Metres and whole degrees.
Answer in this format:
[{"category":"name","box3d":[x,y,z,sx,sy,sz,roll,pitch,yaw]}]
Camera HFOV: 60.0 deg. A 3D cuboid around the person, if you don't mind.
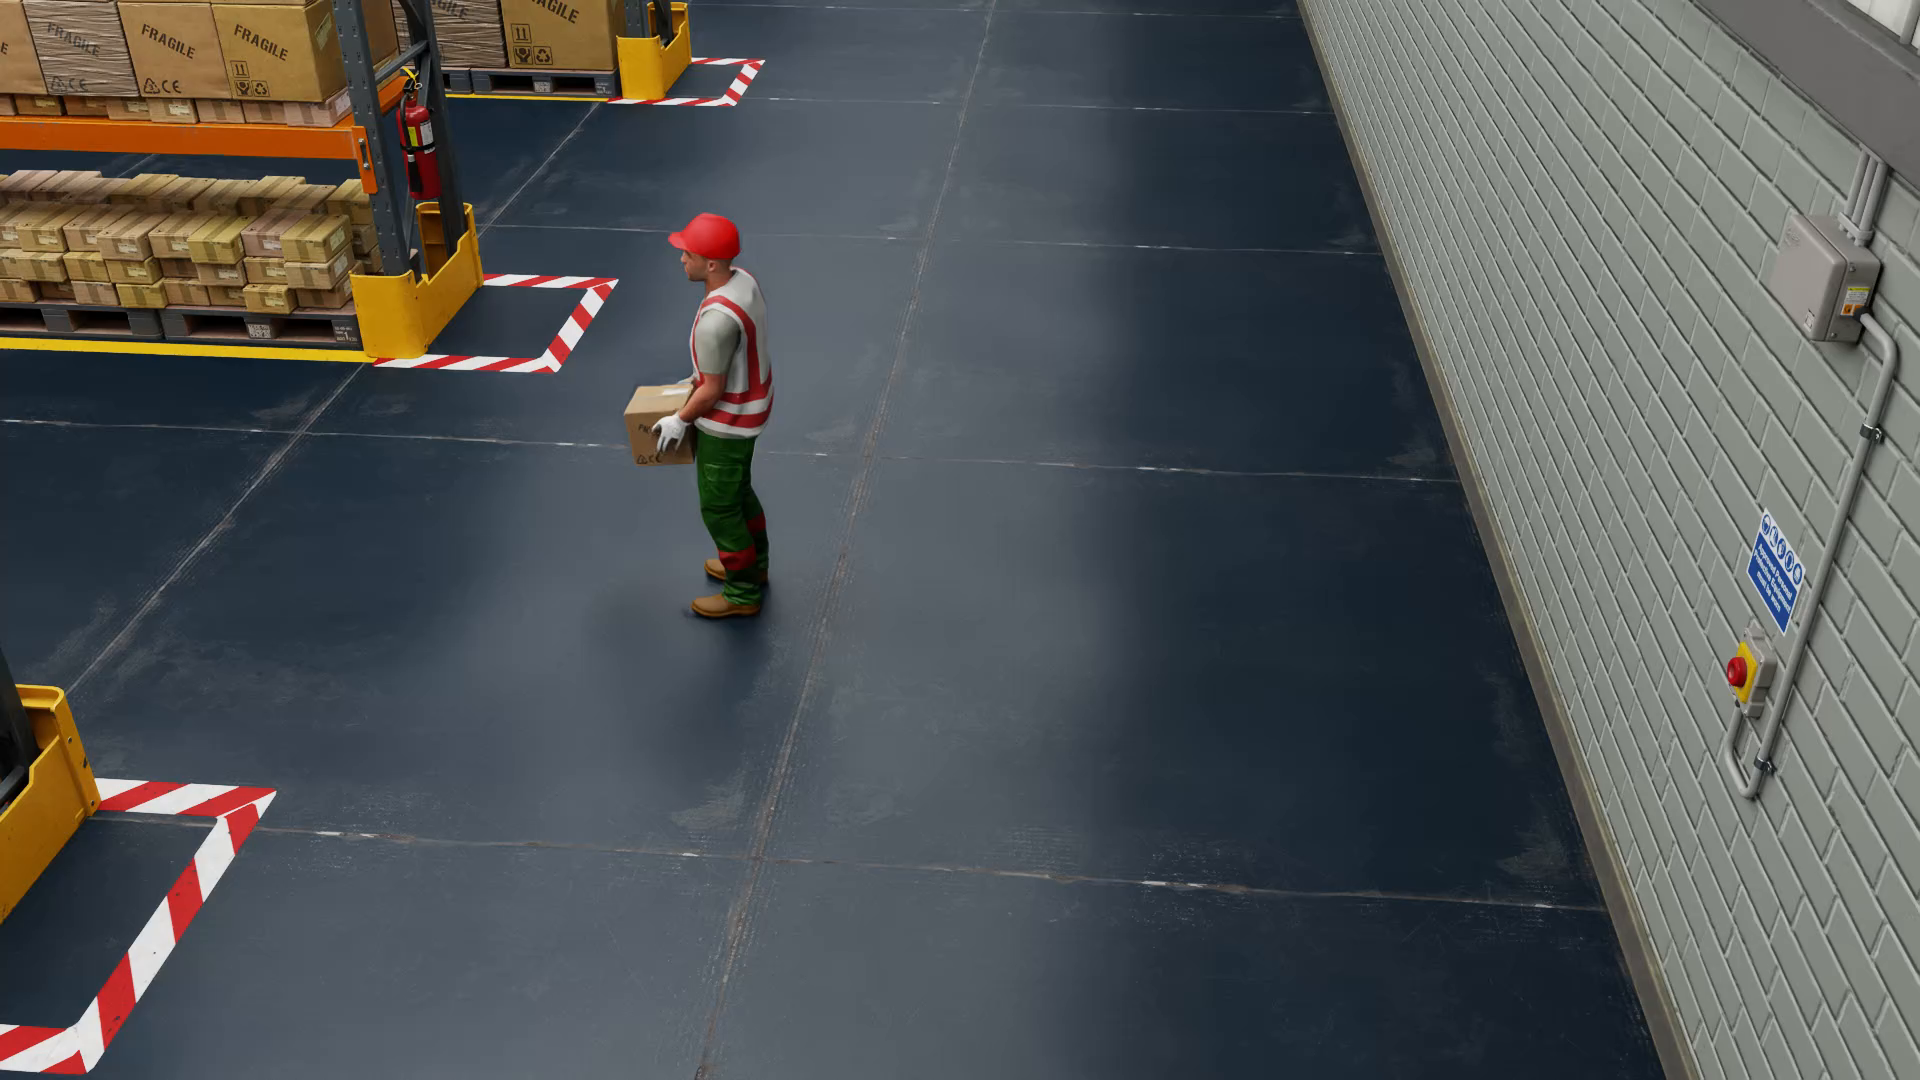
[{"category":"person","box3d":[-1.016,-0.505,6.928,0.474,1.793,0.533,2,32,3]}]
